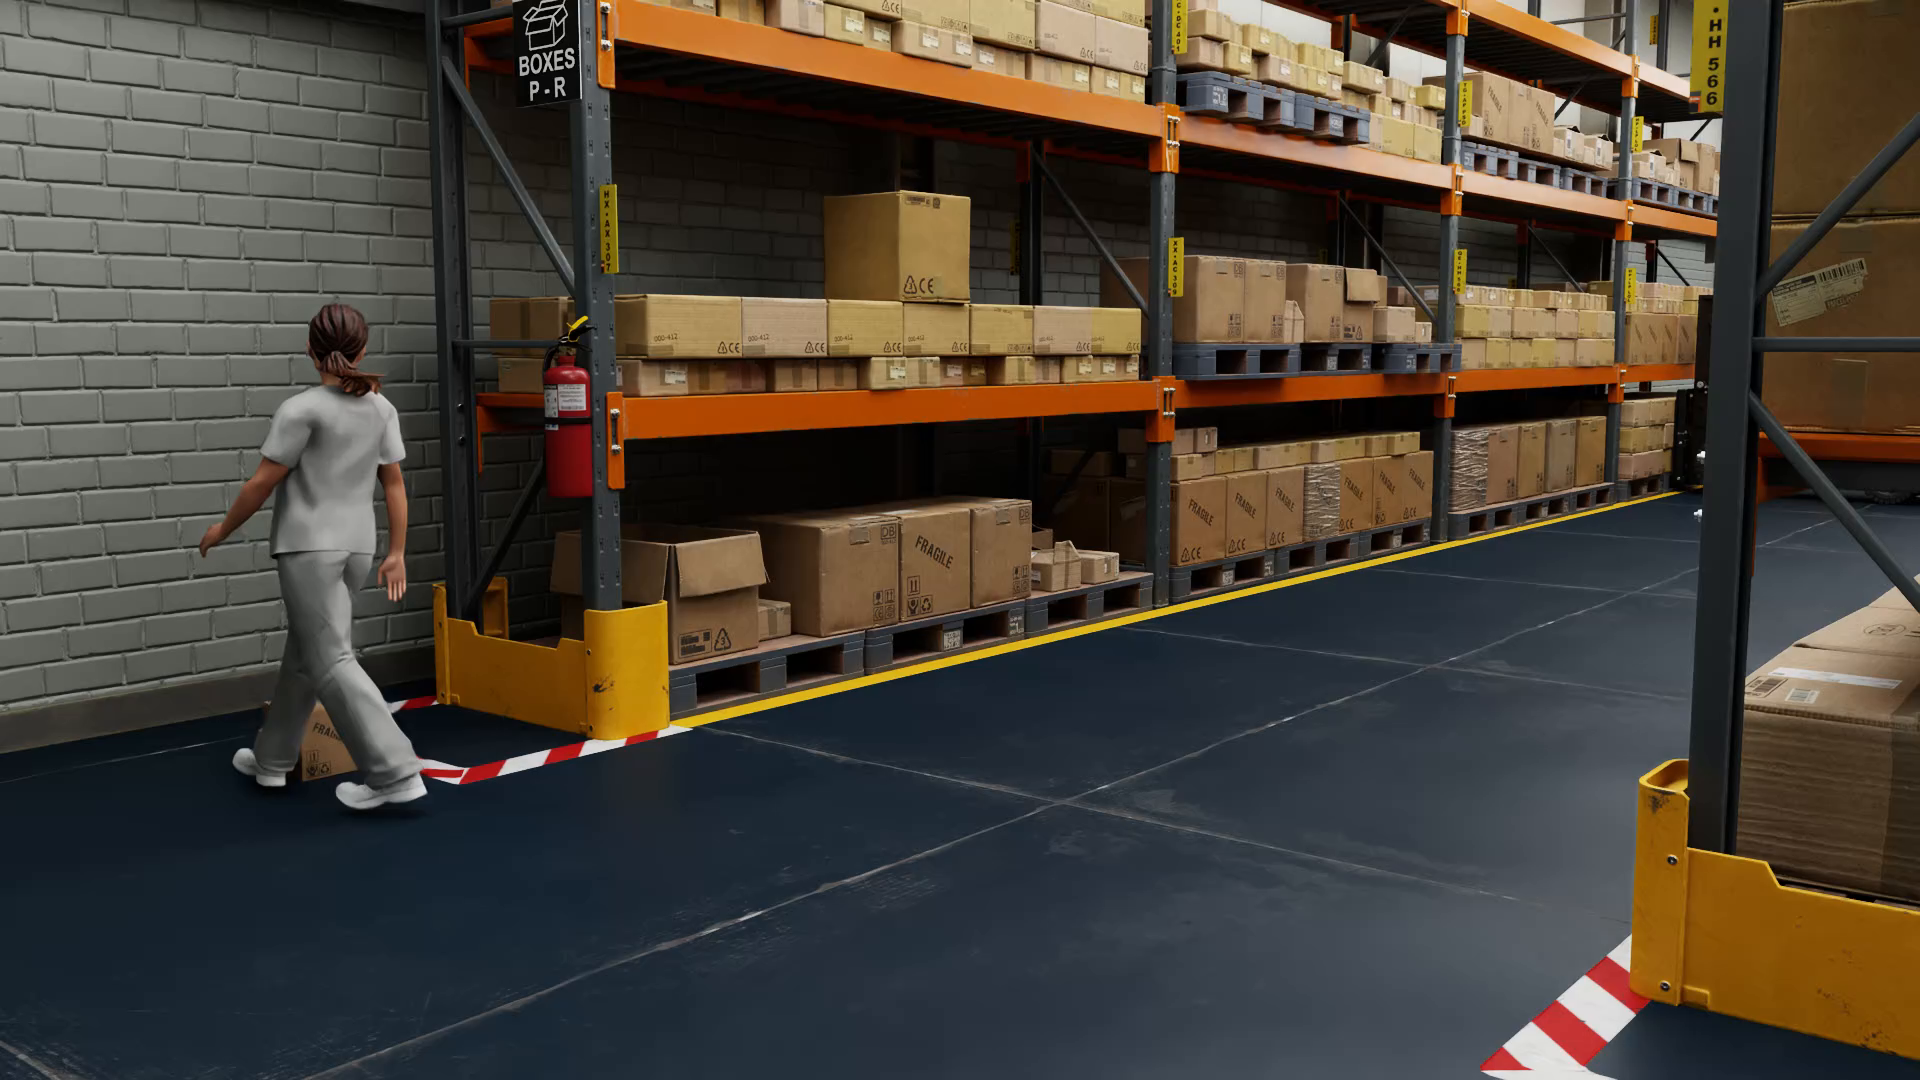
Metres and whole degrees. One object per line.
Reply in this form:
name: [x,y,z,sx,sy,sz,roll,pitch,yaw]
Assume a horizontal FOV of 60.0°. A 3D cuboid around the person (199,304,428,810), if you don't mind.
person: [-2.131,0.046,5.429,0.946,1.617,0.497,4,8,28]
